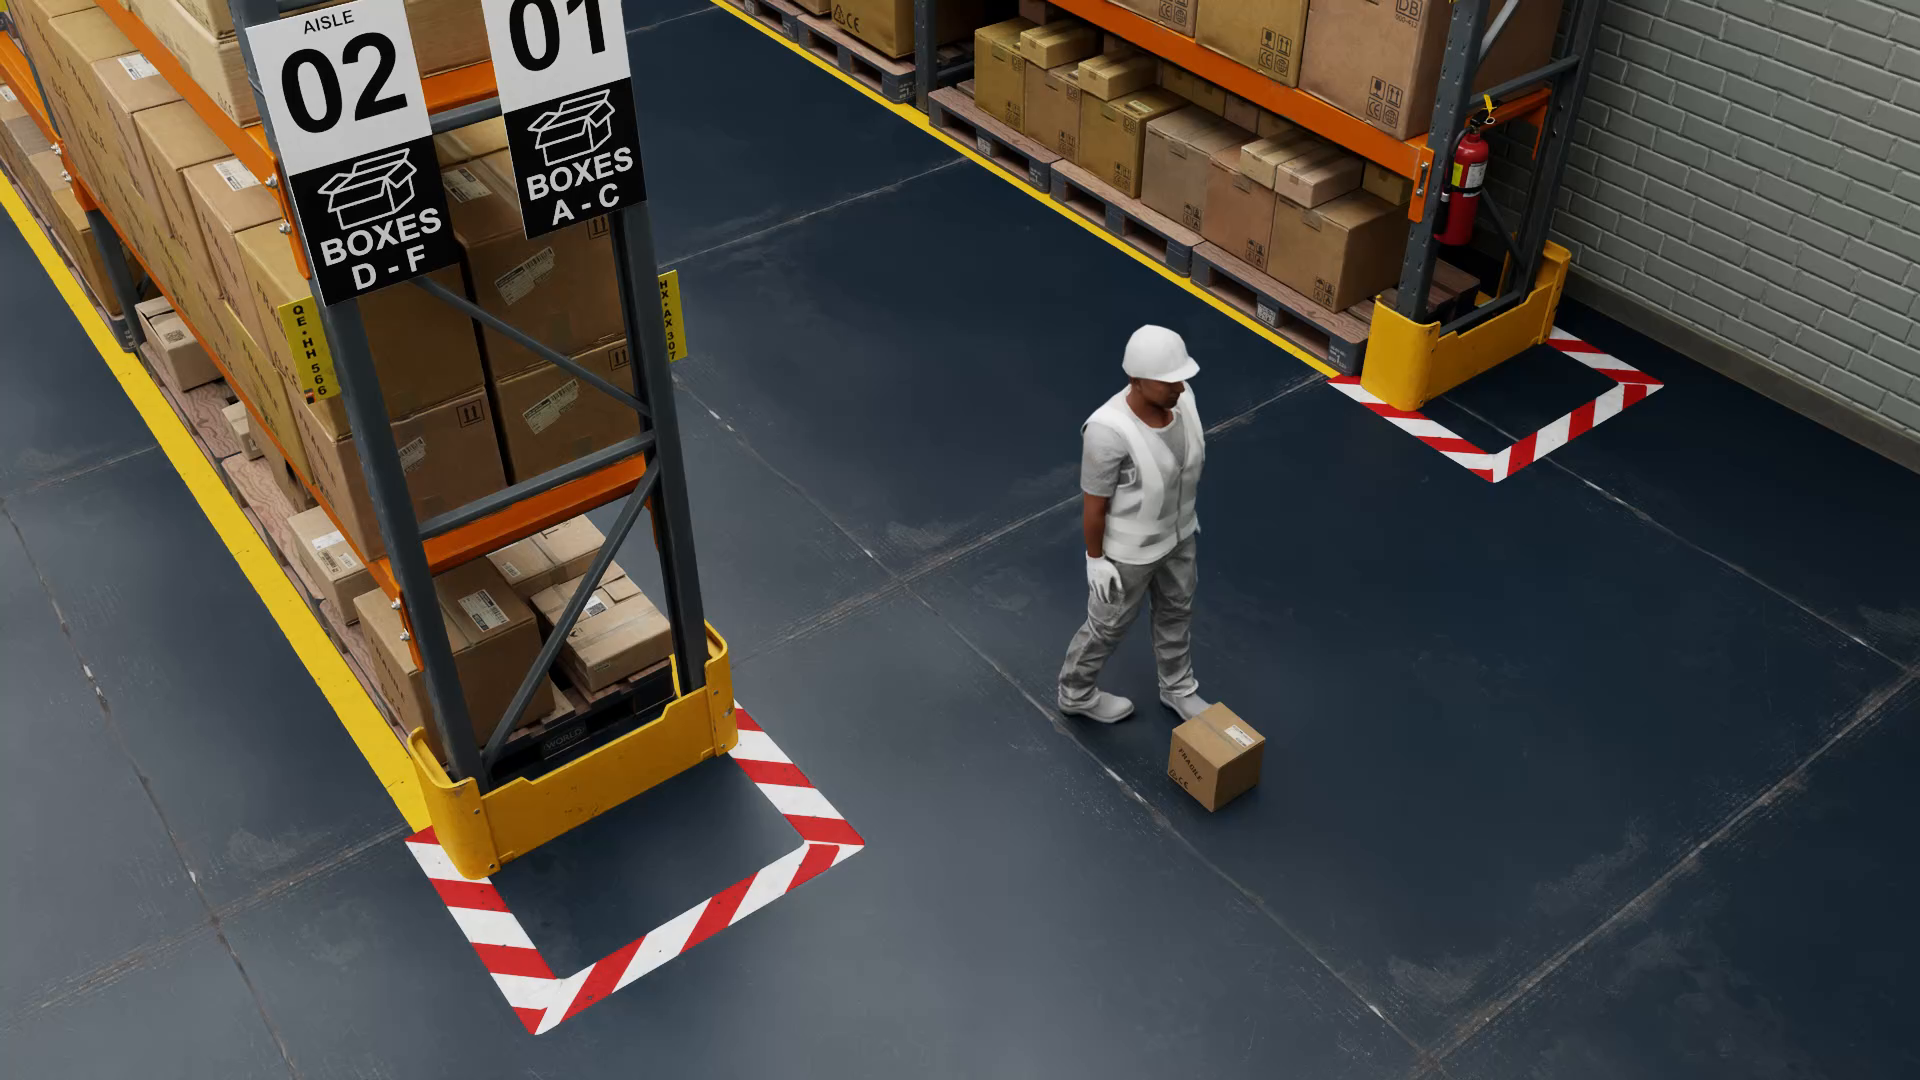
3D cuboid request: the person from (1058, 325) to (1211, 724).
[{"bbox_3d":[0.741,0.013,6.122,0.578,1.788,0.573,31,49,32],"label":"person"}]
